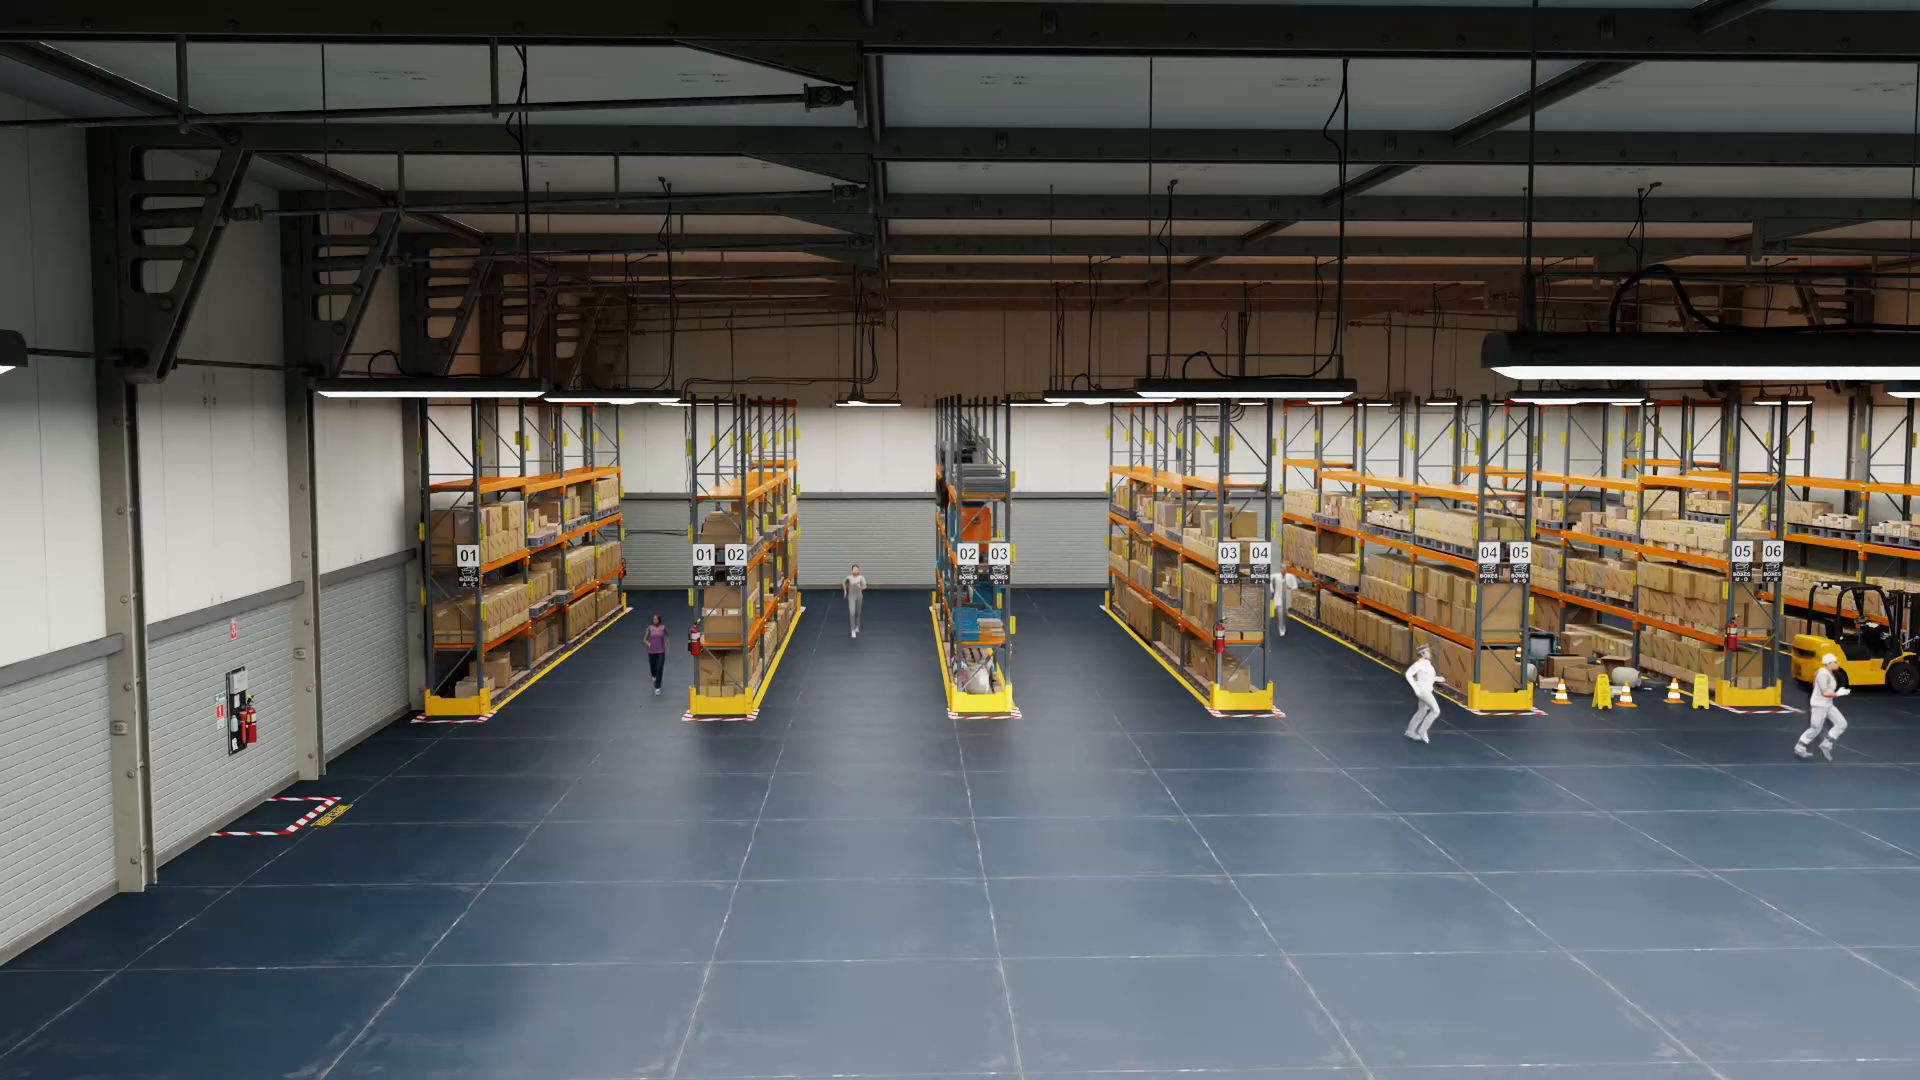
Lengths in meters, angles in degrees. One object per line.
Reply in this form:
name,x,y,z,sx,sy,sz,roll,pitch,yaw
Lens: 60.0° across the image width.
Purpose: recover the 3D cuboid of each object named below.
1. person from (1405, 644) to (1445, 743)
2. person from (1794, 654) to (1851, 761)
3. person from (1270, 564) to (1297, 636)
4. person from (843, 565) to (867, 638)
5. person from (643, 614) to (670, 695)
person,7.991,2.631,28.573,0.685,1.706,0.579,2,5,29
person,13.998,2.706,26.957,0.818,1.760,0.695,4,6,40
person,8.184,1.486,42.143,0.709,1.772,1.035,0,4,2
person,-2.540,1.457,40.313,0.543,1.728,0.810,-1,5,-10
person,-6.127,2.288,33.609,0.539,1.591,0.795,-1,5,-11
